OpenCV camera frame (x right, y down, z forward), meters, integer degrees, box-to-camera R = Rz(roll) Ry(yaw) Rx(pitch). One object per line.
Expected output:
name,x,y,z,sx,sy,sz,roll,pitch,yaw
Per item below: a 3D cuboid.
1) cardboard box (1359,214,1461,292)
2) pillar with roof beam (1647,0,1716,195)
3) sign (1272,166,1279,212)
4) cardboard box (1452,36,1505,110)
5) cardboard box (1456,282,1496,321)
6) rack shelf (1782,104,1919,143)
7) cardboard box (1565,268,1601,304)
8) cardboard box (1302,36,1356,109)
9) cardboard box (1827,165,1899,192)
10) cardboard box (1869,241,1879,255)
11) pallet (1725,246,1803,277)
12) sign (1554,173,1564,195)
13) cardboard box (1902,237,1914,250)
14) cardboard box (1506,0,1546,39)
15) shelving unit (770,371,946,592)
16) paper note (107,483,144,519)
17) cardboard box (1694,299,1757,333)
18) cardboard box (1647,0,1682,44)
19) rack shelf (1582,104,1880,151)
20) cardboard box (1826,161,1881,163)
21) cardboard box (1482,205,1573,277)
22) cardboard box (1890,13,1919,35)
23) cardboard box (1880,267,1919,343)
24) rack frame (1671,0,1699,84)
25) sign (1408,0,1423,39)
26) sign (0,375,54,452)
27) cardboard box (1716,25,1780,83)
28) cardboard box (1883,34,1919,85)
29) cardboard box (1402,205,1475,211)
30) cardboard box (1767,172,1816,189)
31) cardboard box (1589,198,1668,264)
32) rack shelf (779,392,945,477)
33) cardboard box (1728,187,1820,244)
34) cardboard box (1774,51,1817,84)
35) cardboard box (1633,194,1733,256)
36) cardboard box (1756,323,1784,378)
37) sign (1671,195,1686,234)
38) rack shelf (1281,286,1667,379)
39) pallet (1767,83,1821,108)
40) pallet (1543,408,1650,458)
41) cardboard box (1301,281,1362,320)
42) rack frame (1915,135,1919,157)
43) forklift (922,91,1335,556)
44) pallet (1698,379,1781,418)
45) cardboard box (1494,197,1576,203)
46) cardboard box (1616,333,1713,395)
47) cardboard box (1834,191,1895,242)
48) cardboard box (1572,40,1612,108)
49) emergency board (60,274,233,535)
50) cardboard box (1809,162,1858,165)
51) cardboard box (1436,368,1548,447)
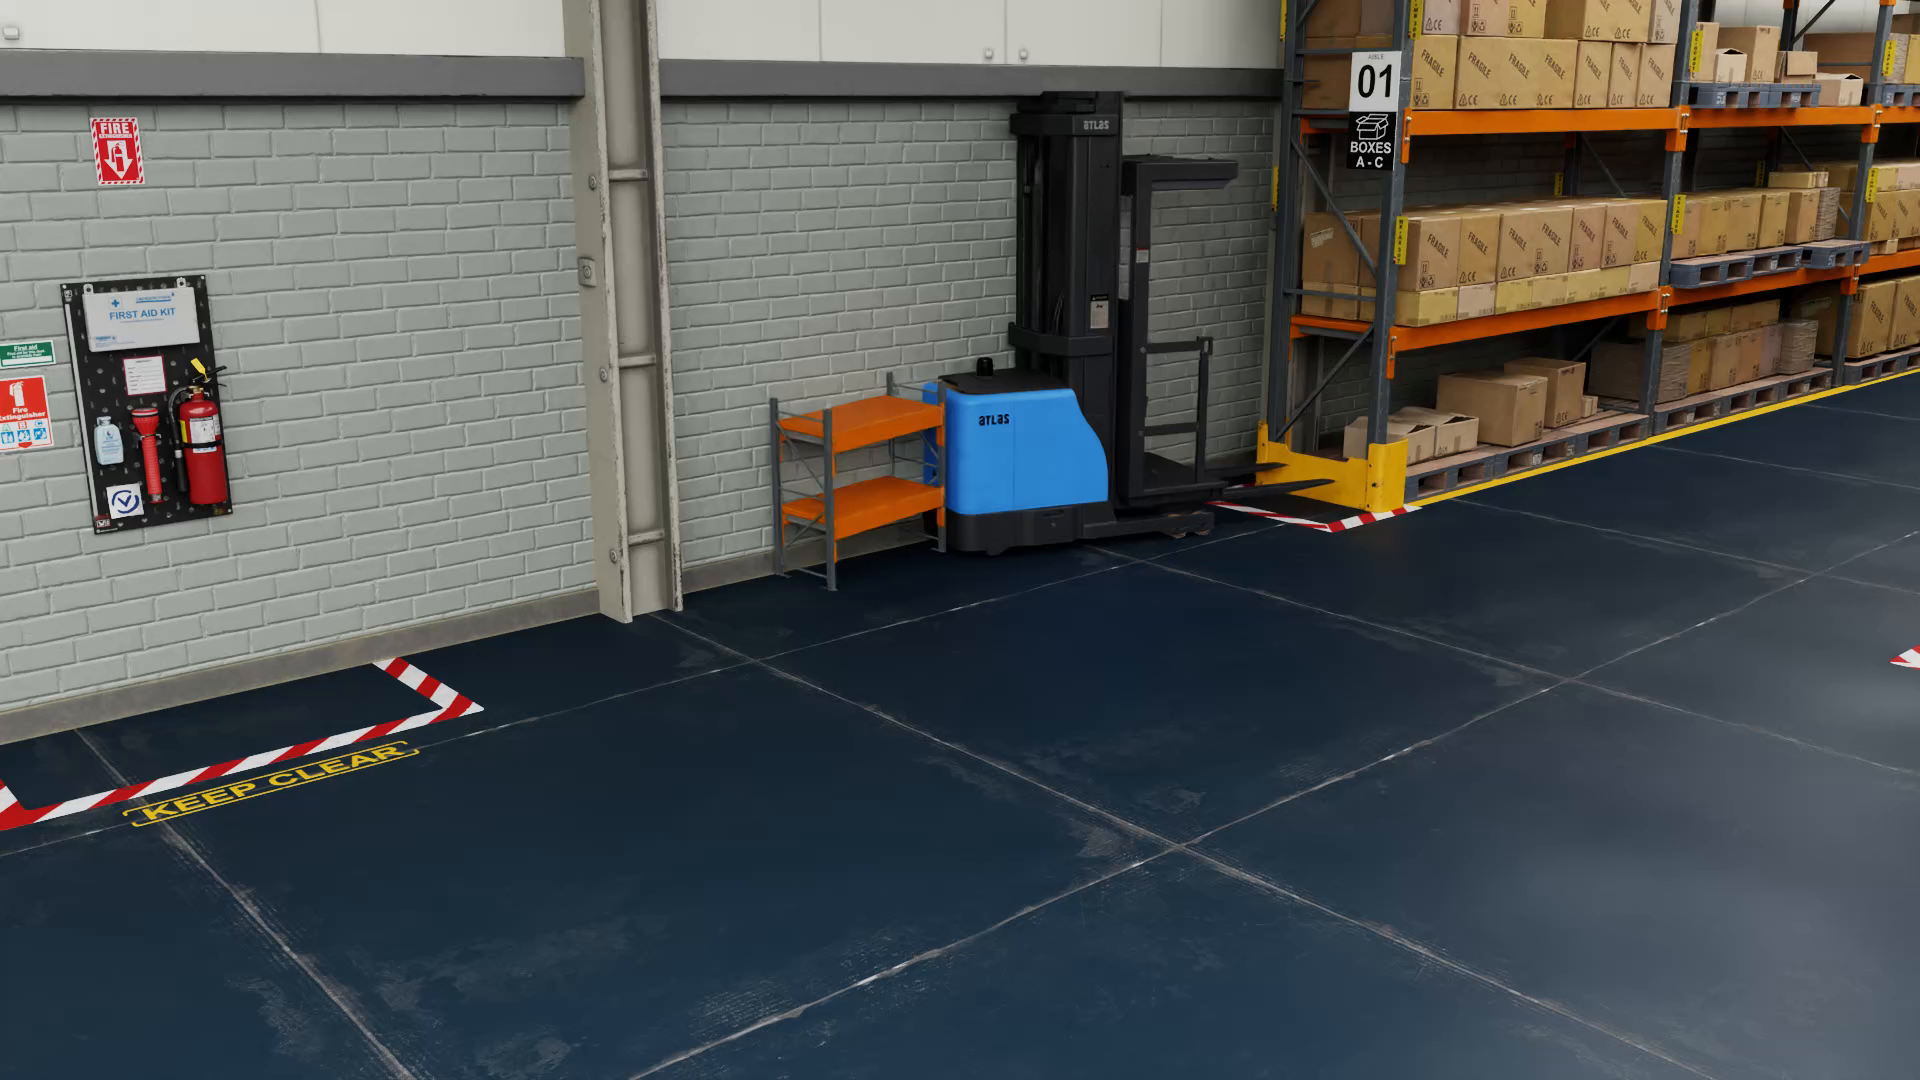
cardboard box,3.259,-2.089,12.057,0.500,0.500,0.500,-13,19,-39
pillar with roof beam,10.014,-5.131,13.021,0.400,9.000,9.100,-13,19,-39
sign,2.353,-2.591,12.280,0.005,0.325,0.100,-13,19,-39
cardboard box,3.547,-3.366,11.995,0.500,0.500,0.500,-11,19,-36
cardboard box,3.661,-1.816,12.488,0.500,0.250,0.500,-13,20,-41
rack shelf,10.246,-4.563,18.101,4.000,0.370,1.077,-13,19,-39
cardboard box,4.810,-2.072,13.445,0.500,0.250,0.500,-13,20,-40
cardboard box,2.850,-3.394,12.100,0.500,0.500,0.500,-11,18,-35
cardboard box,9.270,-3.718,17.095,0.500,0.250,0.500,-12,19,-38
cardboard box,9.333,-3.062,17.350,0.250,0.149,0.380,-12,19,-39
pallet,7.270,-2.686,15.866,1.213,0.211,1.003,-13,19,-39
sign,5.352,-3.112,14.843,0.005,0.325,0.100,-13,19,-39
cardboard box,10.090,-3.245,18.033,0.250,0.149,0.380,-12,19,-39
cardboard box,3.943,-3.939,12.203,0.500,0.500,0.500,-12,19,-38
shelving unit,-0.619,-0.391,10.425,0.538,1.125,1.048,15,23,38
paper note,-3.932,-0.184,7.835,0.142,0.148,0.016,-13,19,-39
cardboard box,7.372,-2.185,16.156,0.500,0.250,0.500,-13,20,-40
cardboard box,5.519,-4.297,13.543,0.500,0.500,0.500,14,20,42
rack shelf,7.228,-3.885,15.564,4.000,0.370,1.077,-13,19,-39
cardboard box,9.691,-3.987,18.102,0.500,0.250,0.500,-13,20,-41
cardboard box,4.414,-2.347,13.022,0.500,0.500,0.500,-12,19,-38
cardboard box,10.598,-5.652,18.287,0.500,0.250,0.500,-13,20,-41
cardboard box,10.681,-2.678,18.814,0.750,0.750,0.750,-12,19,-38
rack frame,5.719,-5.343,13.816,0.127,3.000,1.000,-13,19,-39
sign,3.058,-3.533,11.158,0.005,0.325,0.100,-13,19,-39
sign,-4.238,-0.570,7.503,0.234,0.329,0.001,-13,19,-39
cardboard box,7.115,-4.431,15.207,0.500,0.500,0.500,-14,20,-41
cardboard box,9.856,-5.117,17.735,0.500,0.500,0.700,-11,19,-37
cardboard box,3.691,-2.360,13.070,0.500,0.500,0.500,-13,20,-41
cardboard box,8.263,-3.575,16.518,0.380,0.149,0.250,12,19,38
cardboard box,5.566,-2.604,13.985,0.500,0.500,0.500,-13,20,-39
rack shelf,-0.619,-0.669,10.336,0.538,0.278,1.000,15,23,38
cardboard box,7.985,-3.202,16.378,0.700,0.500,0.500,14,20,42
cardboard box,7.698,-4.430,15.969,0.637,0.503,0.797,-9,18,-32
cardboard box,6.552,-2.878,15.168,0.500,0.500,0.700,-10,18,-34
cardboard box,7.763,-1.931,16.656,0.500,0.500,0.700,-13,20,-39
sign,6.081,-2.759,14.088,0.005,0.325,0.100,-13,19,-39
rack shelf,4.210,-1.758,13.415,4.000,0.370,1.077,-13,19,-39
pallet,7.035,-4.063,15.201,1.003,0.211,1.213,-13,19,-39
pallet,5.236,-0.977,14.498,1.213,0.211,1.003,-13,19,-39
cardboard box,2.927,-1.821,12.508,0.500,0.250,0.500,-12,19,-39
rack frame,11.754,-3.800,19.664,0.127,3.000,1.000,-13,19,-39
forklift,1.185,-1.544,11.352,3.031,2.935,1.130,-7,16,-23
pallet,7.226,-1.438,16.223,1.213,0.211,1.003,-13,19,-39
cardboard box,4.835,-2.618,14.039,0.500,0.500,0.500,-13,20,-40
cardboard box,6.620,-1.675,15.699,0.500,0.500,0.700,-13,20,-40
cardboard box,9.271,-3.357,17.195,0.500,0.500,0.500,-12,19,-38
cardboard box,4.718,-3.634,12.997,0.500,0.500,0.500,-14,20,-41
emergency board,-3.754,-0.627,7.783,0.643,1.169,0.194,-13,19,-39
cardboard box,9.302,-3.901,17.779,0.500,0.250,0.500,-13,20,-41
cardboard box,4.299,-1.083,13.483,0.500,0.500,0.700,-14,21,-43
